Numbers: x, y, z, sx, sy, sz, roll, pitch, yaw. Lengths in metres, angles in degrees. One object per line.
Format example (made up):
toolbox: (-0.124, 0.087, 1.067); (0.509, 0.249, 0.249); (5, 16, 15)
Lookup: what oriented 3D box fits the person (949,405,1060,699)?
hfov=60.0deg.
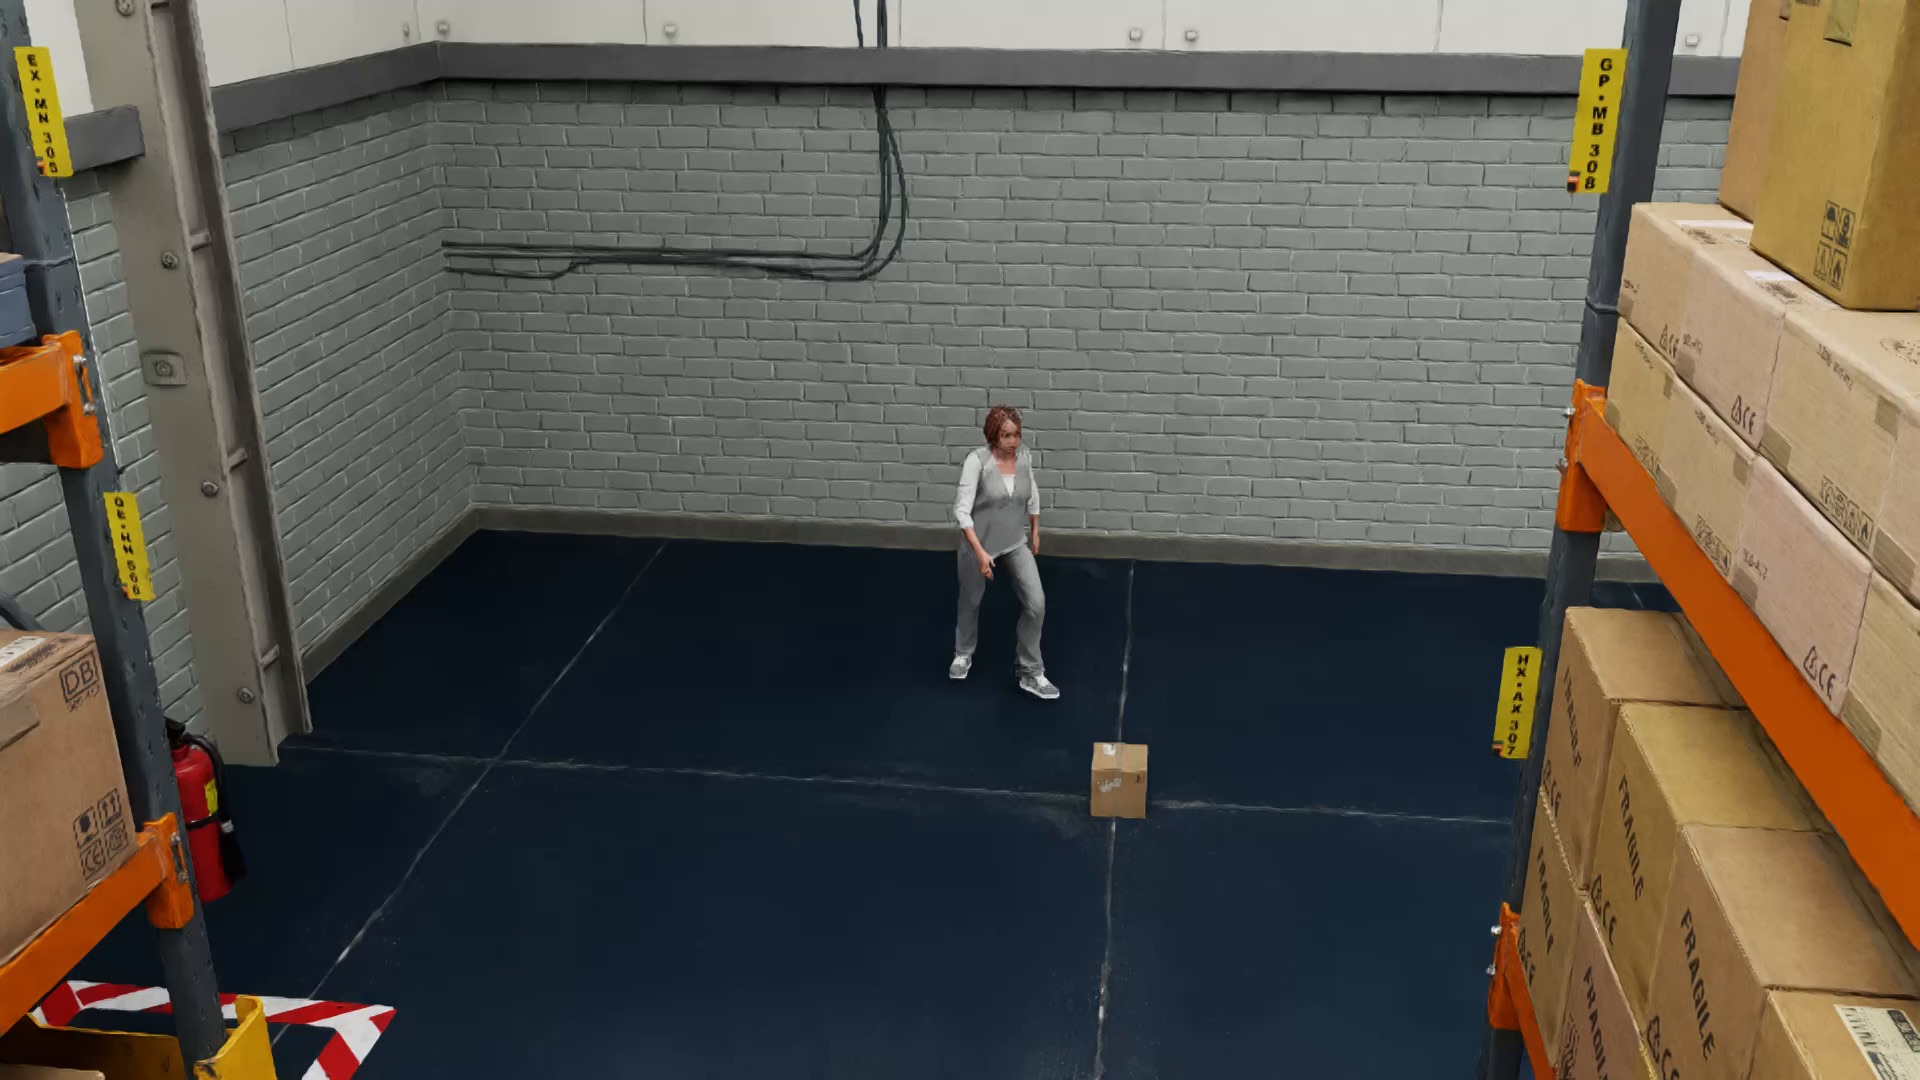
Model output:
person: (0.197, 0.036, 8.522); (0.522, 1.556, 0.657); (-8, 23, -18)
